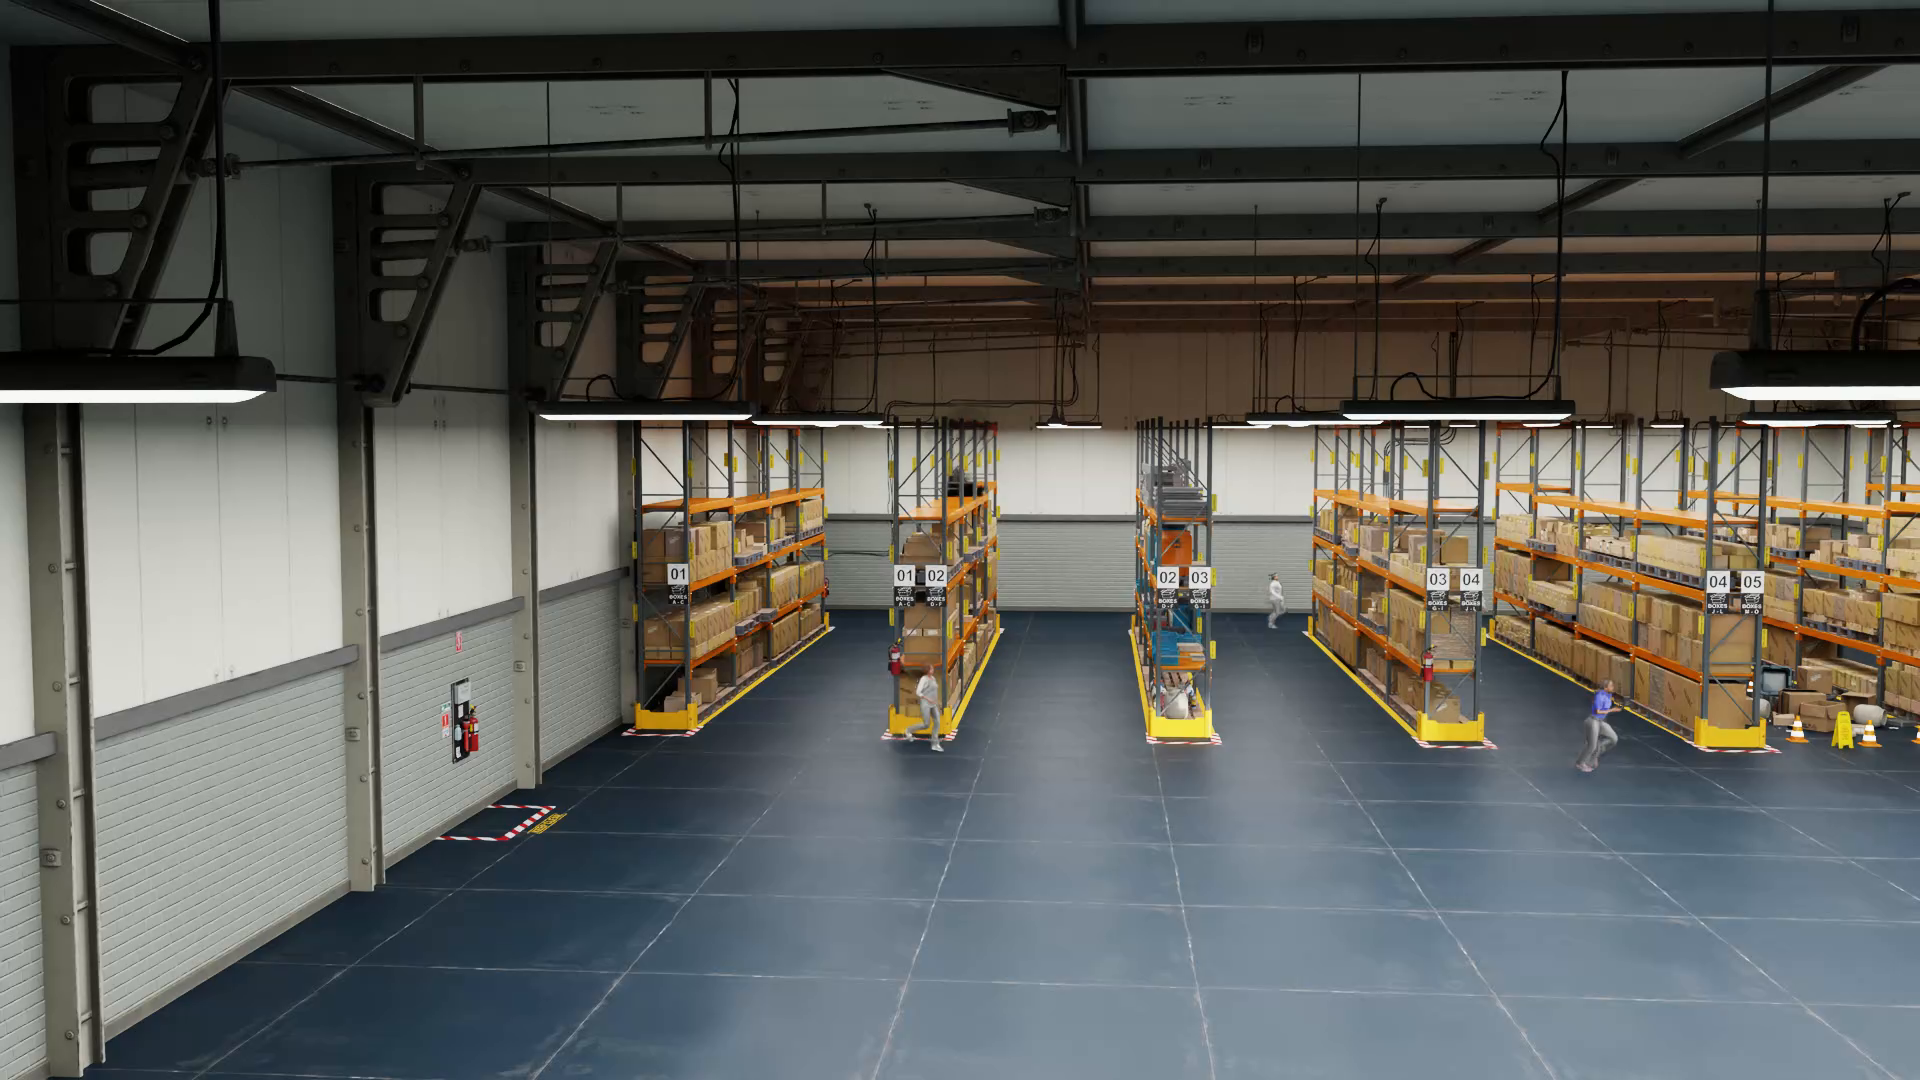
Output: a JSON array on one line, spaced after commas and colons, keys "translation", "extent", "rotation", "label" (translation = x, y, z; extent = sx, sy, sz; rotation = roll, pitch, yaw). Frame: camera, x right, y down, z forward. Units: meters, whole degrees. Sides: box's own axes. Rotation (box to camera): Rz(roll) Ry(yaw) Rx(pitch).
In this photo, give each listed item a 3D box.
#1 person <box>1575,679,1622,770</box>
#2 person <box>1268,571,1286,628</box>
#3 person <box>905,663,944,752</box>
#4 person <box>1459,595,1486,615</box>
[{"translation": [10.714, 3.100, 27.875], "extent": [0.562, 1.587, 0.790], "rotation": [-4, 5, -44], "label": "person"}, {"translation": [9.232, 1.736, 48.430], "extent": [0.514, 1.659, 0.628], "rotation": [2, 4, 27], "label": "person"}, {"translation": [-0.589, 2.990, 29.925], "extent": [0.818, 1.579, 0.565], "rotation": [2, 4, 32], "label": "person"}, {"translation": [13.374, 2.040, 43.483], "extent": [0.717, 1.710, 1.043], "rotation": [0, 4, 7], "label": "person"}]
